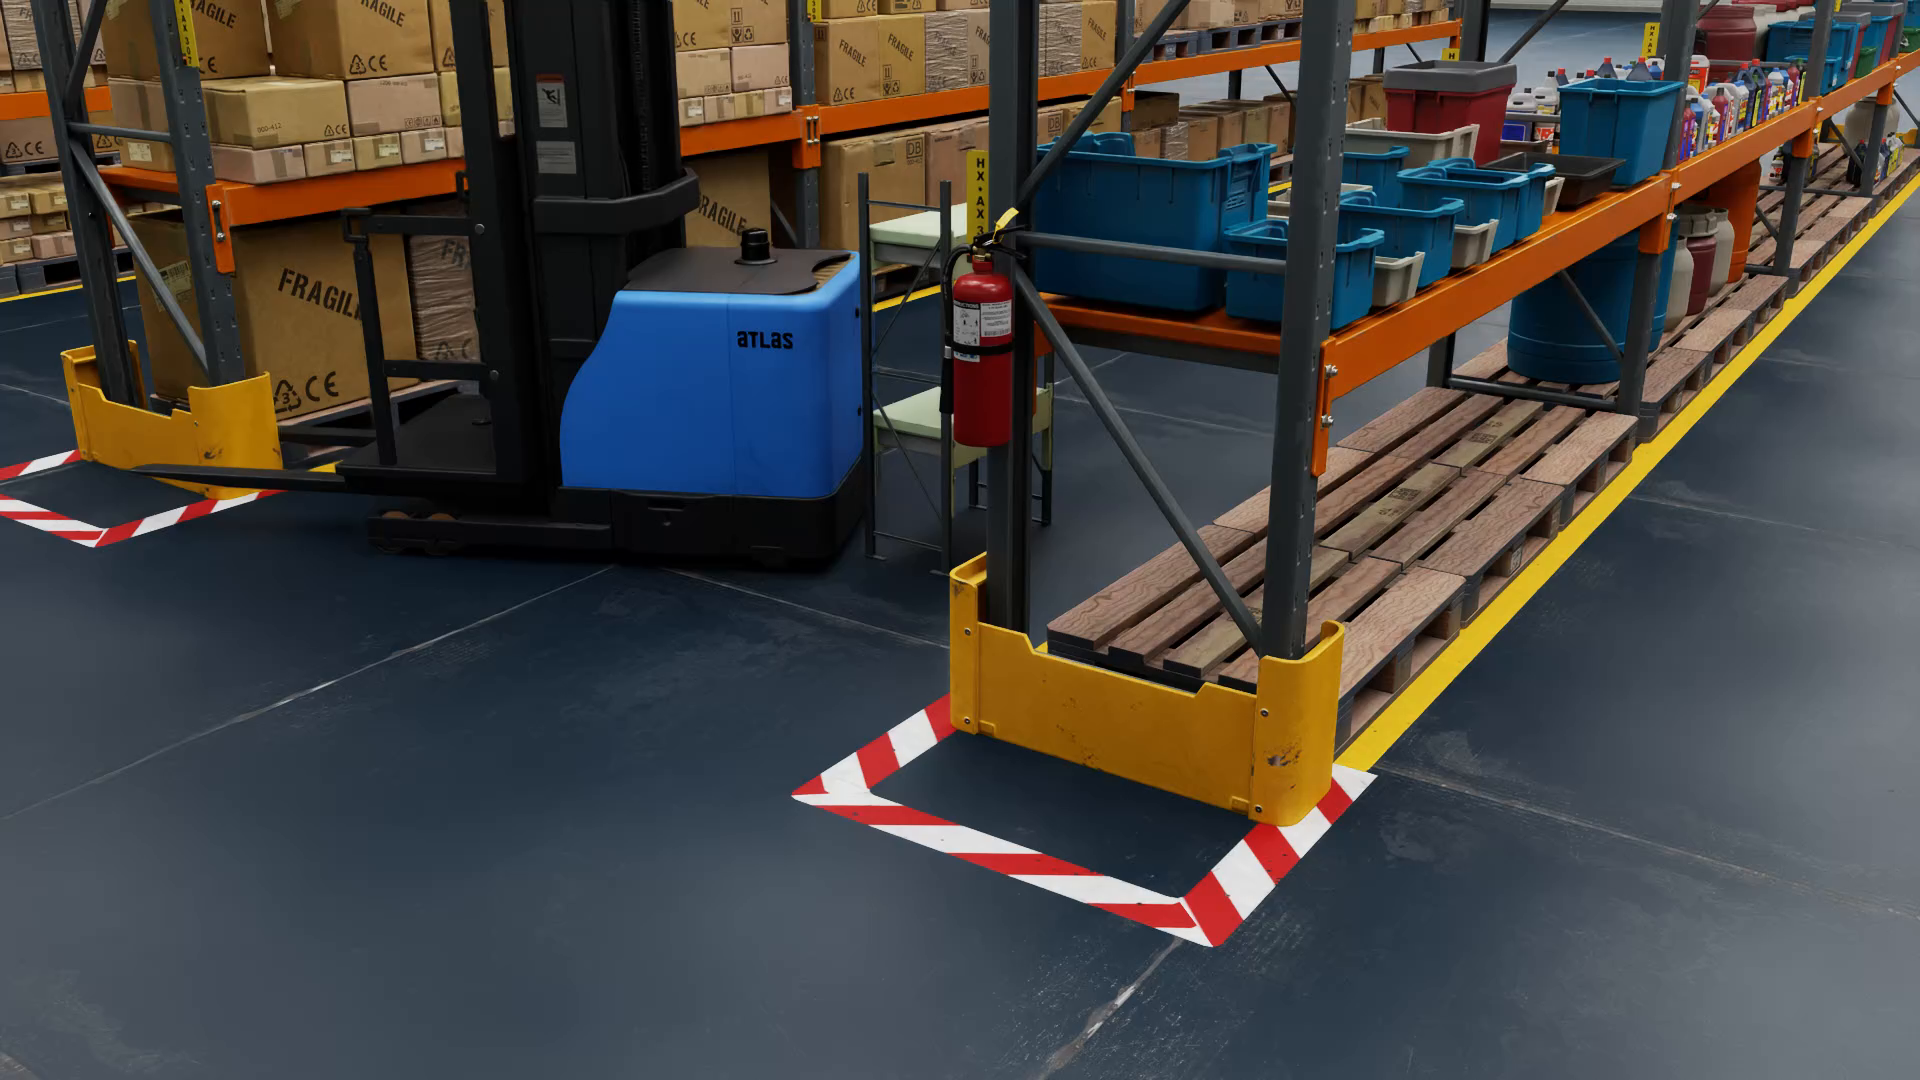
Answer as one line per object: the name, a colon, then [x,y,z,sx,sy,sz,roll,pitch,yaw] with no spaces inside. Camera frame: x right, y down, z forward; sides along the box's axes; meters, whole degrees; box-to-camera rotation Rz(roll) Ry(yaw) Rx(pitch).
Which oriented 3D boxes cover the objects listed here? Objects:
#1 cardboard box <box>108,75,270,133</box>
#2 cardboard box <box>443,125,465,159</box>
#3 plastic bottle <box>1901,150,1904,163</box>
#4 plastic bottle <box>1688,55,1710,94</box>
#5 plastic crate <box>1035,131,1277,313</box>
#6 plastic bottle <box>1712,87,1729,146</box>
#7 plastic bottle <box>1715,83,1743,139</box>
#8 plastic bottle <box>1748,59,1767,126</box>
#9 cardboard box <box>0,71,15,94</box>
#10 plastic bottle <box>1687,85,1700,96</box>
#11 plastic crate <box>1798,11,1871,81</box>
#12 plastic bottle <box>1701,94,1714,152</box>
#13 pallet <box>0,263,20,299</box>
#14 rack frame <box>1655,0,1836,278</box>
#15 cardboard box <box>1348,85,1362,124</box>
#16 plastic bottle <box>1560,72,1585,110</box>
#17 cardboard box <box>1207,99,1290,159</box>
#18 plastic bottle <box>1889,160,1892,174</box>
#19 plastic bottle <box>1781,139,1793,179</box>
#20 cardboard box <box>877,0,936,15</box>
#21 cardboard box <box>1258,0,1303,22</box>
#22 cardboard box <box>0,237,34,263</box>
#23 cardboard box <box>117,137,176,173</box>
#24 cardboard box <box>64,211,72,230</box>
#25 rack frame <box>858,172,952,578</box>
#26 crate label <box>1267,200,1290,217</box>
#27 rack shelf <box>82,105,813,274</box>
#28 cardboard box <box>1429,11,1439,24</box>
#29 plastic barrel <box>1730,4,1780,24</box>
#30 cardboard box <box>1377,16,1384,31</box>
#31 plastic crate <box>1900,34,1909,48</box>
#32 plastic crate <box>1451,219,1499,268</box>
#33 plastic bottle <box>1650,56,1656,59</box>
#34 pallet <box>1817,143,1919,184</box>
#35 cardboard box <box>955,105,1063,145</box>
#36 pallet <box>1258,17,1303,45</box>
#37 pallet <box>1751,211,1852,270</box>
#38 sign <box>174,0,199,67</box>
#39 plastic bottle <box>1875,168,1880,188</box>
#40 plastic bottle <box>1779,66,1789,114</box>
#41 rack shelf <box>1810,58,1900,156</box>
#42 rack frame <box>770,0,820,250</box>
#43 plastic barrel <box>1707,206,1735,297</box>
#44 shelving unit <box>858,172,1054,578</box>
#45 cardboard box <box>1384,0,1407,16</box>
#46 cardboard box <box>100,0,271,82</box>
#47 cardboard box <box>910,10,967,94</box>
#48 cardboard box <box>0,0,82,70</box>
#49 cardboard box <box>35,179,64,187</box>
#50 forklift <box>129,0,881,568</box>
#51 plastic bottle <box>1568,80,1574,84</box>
cardboard box: [-3.517,-2.000,7.636,0.500,0.250,0.500,13,24,31]
cardboard box: [-2.522,-1.955,8.089,0.380,0.149,0.250,13,24,31]
plastic bottle: [8.850,-3.647,15.699,0.097,0.201,0.097,0,20,0]
plastic bottle: [4.638,-2.921,10.516,0.152,0.276,0.135,13,24,32]
plastic crate: [0.560,-0.952,4.877,0.616,0.435,0.499,13,24,32]
plastic bottle: [3.833,-2.144,8.406,0.061,0.283,0.133,13,24,32]
plastic bottle: [4.001,-2.255,8.715,0.152,0.276,0.135,13,24,32]
plastic bottle: [4.382,-2.482,9.222,0.144,0.351,0.185,13,24,32]
cardboard box: [-6.491,-3.035,11.009,0.380,0.149,0.250,13,24,31]
plastic bottle: [3.745,-2.218,8.616,0.152,0.276,0.135,13,24,32]
plastic crate: [6.185,-3.504,11.821,0.402,0.464,0.583,13,24,32]
plastic bottle: [3.643,-2.053,8.177,0.097,0.271,0.097,0,20,0]
pallet: [-7.087,-1.677,10.994,1.003,0.211,1.213,13,24,32]
rack frame: [5.023,-3.070,10.740,1.000,3.000,0.127,13,24,32]
cardboard box: [4.033,-4.674,18.076,0.500,0.500,0.500,11,23,27]
plastic bottle: [3.140,-2.198,8.456,0.144,0.351,0.185,13,24,32]
cardboard box: [2.812,-4.045,16.347,0.700,0.500,0.500,11,23,28]
plastic bottle: [8.353,-3.393,15.013,0.097,0.201,0.097,0,20,0]
plastic bottle: [7.395,-3.422,14.878,0.144,0.351,0.185,13,24,30]
cardboard box: [-0.574,-3.785,11.084,0.797,0.503,0.637,14,24,32]
cardboard box: [2.613,-5.461,15.735,1.000,1.000,1.000,13,24,32]
cardboard box: [-6.544,-1.992,11.330,0.380,0.149,0.250,13,24,32]
cardboard box: [-3.642,-1.789,7.640,0.380,0.149,0.250,14,24,33]
cardboard box: [-6.261,-2.300,11.734,0.380,0.149,0.250,15,25,34]
rack frame: [-0.202,-0.600,6.226,0.400,1.500,0.023,13,24,32]
crate label: [1.146,-1.113,5.744,0.396,0.136,0.243,13,24,32]
rack shelf: [-2.446,-1.977,8.822,1.077,0.370,4.000,13,24,32]
cardboard box: [5.196,-5.938,18.856,0.380,0.149,0.250,13,24,32]
plastic barrel: [5.662,-3.580,11.958,0.421,0.512,0.421,0,20,0]
cardboard box: [4.227,-5.432,17.489,0.380,0.149,0.250,13,24,32]
plastic crate: [7.671,-4.314,14.193,0.767,0.338,0.504,13,24,32]
plastic crate: [1.567,-0.956,5.319,0.250,0.136,0.298,13,24,32]
plastic bottle: [4.290,-2.869,10.364,0.061,0.283,0.133,13,24,32]
pallet: [9.055,-3.794,16.718,1.003,0.211,1.213,13,24,32]
cardboard box: [0.014,-2.788,12.436,1.225,0.875,0.875,13,24,32]
pallet: [2.625,-4.903,15.971,1.003,0.211,1.213,13,24,32]
pallet: [6.177,-2.325,12.747,1.003,0.211,1.213,13,24,32]
sign: [-3.115,-2.074,6.685,0.100,0.325,0.005,13,24,32]
plastic bottle: [7.870,-3.146,14.347,0.097,0.201,0.097,0,20,0]
plastic bottle: [4.829,-2.659,9.814,0.097,0.271,0.097,0,20,0]
rack shelf: [6.147,-3.306,12.416,1.077,0.370,4.000,13,24,32]
rack frame: [-1.322,-2.888,10.249,1.000,3.000,0.127,13,24,32]
plastic barrel: [4.519,-1.777,10.225,0.421,0.512,0.421,0,20,0]
shelving unit: [0.004,-0.705,6.510,0.431,1.500,0.755,13,24,32]
cardboard box: [4.303,-5.922,17.878,0.875,0.500,0.500,13,24,32]
cardboard box: [-3.514,-2.352,7.507,0.500,0.500,0.500,14,24,32]
cardboard box: [-0.293,-3.306,11.235,0.500,0.500,0.500,13,24,31]
cardboard box: [-6.288,-3.442,11.174,0.500,0.500,0.500,13,24,30]
cardboard box: [-6.254,-2.432,11.662,0.380,0.149,0.250,13,24,32]
forklift: [-1.905,-1.488,6.564,3.031,2.935,1.130,3,21,8]
plastic bottle: [3.218,-2.290,8.810,0.152,0.276,0.135,13,24,32]
